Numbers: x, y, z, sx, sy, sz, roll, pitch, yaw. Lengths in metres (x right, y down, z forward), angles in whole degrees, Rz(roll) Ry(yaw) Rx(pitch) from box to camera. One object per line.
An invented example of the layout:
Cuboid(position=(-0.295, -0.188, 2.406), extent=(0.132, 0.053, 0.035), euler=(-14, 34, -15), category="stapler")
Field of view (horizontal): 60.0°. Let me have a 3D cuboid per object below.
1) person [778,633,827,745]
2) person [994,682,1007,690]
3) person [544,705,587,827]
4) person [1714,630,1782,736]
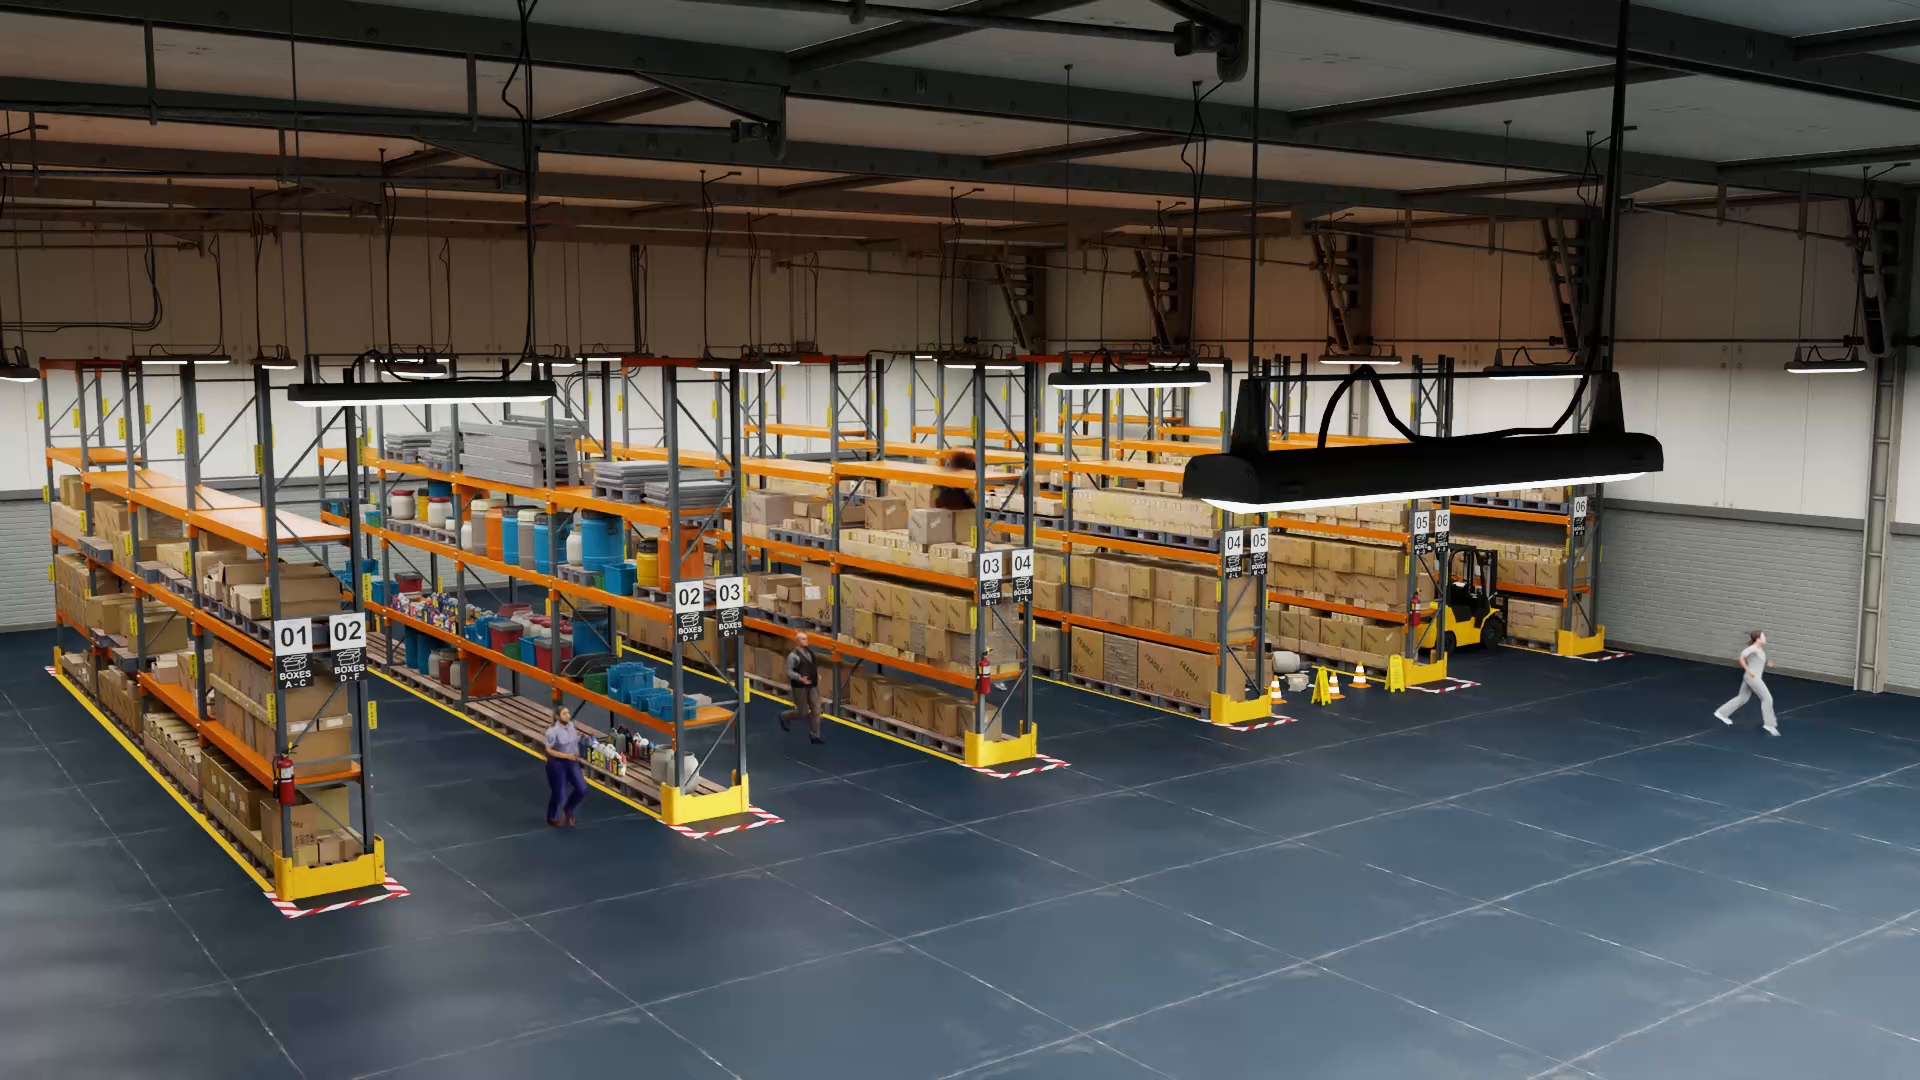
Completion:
Cuboid(position=(-2.365, 2.249, 25.308), extent=(0.896, 1.688, 0.677), euler=(6, 9, 39), category="person")
Cuboid(position=(0.718, 1.854, 29.218), extent=(0.541, 1.565, 0.547), euler=(5, 9, 38), category="person")
Cuboid(position=(-5.104, 2.950, 21.573), extent=(0.646, 1.653, 0.634), euler=(5, 9, 36), category="person")
Cuboid(position=(12.786, 2.288, 26.913), extent=(1.001, 1.713, 0.534), euler=(3, 7, 21), category="person")
